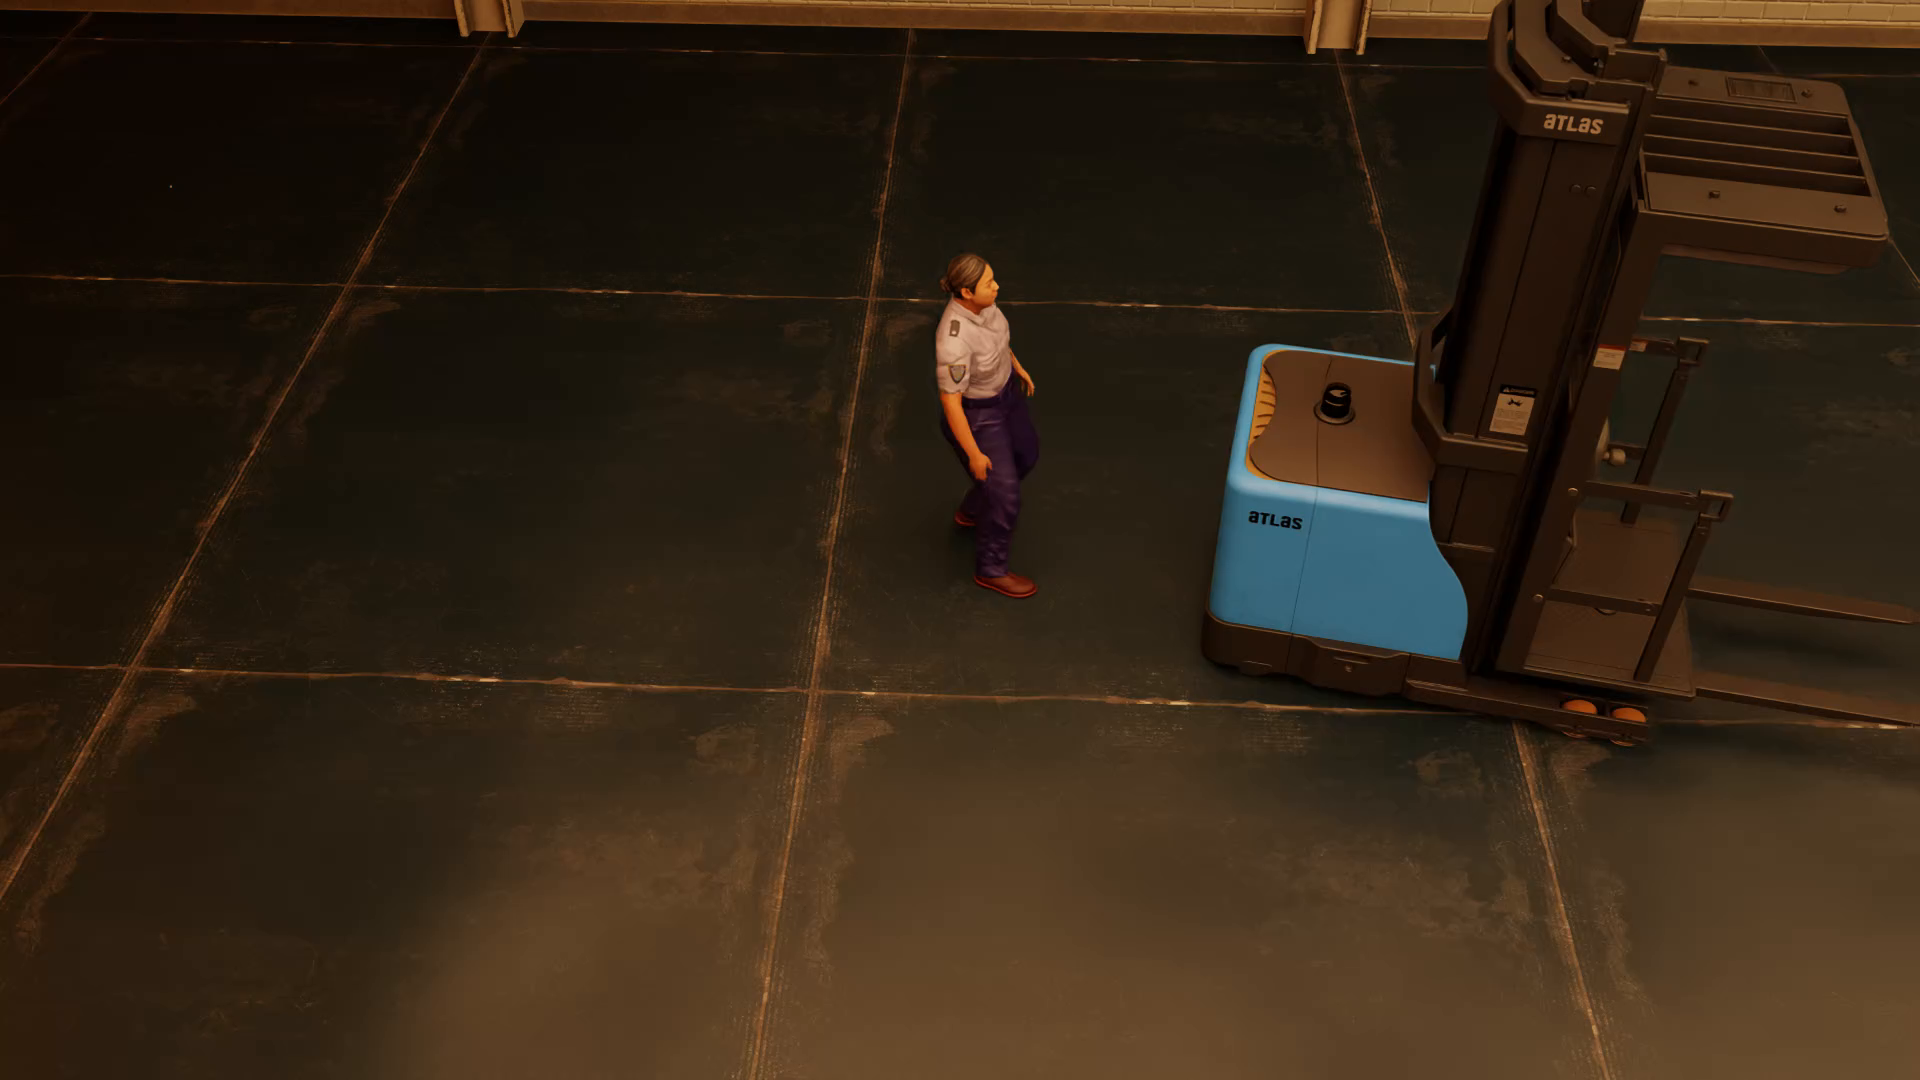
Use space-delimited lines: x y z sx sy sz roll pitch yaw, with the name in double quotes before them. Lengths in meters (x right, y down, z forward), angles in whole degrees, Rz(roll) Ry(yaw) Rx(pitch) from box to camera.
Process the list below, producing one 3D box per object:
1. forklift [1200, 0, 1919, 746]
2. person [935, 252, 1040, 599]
"forklift" 2.628 -0.616 6.417 3.031 2.935 1.130 9 43 10
"person" 0.170 -0.539 7.324 0.541 1.596 0.662 13 44 14
